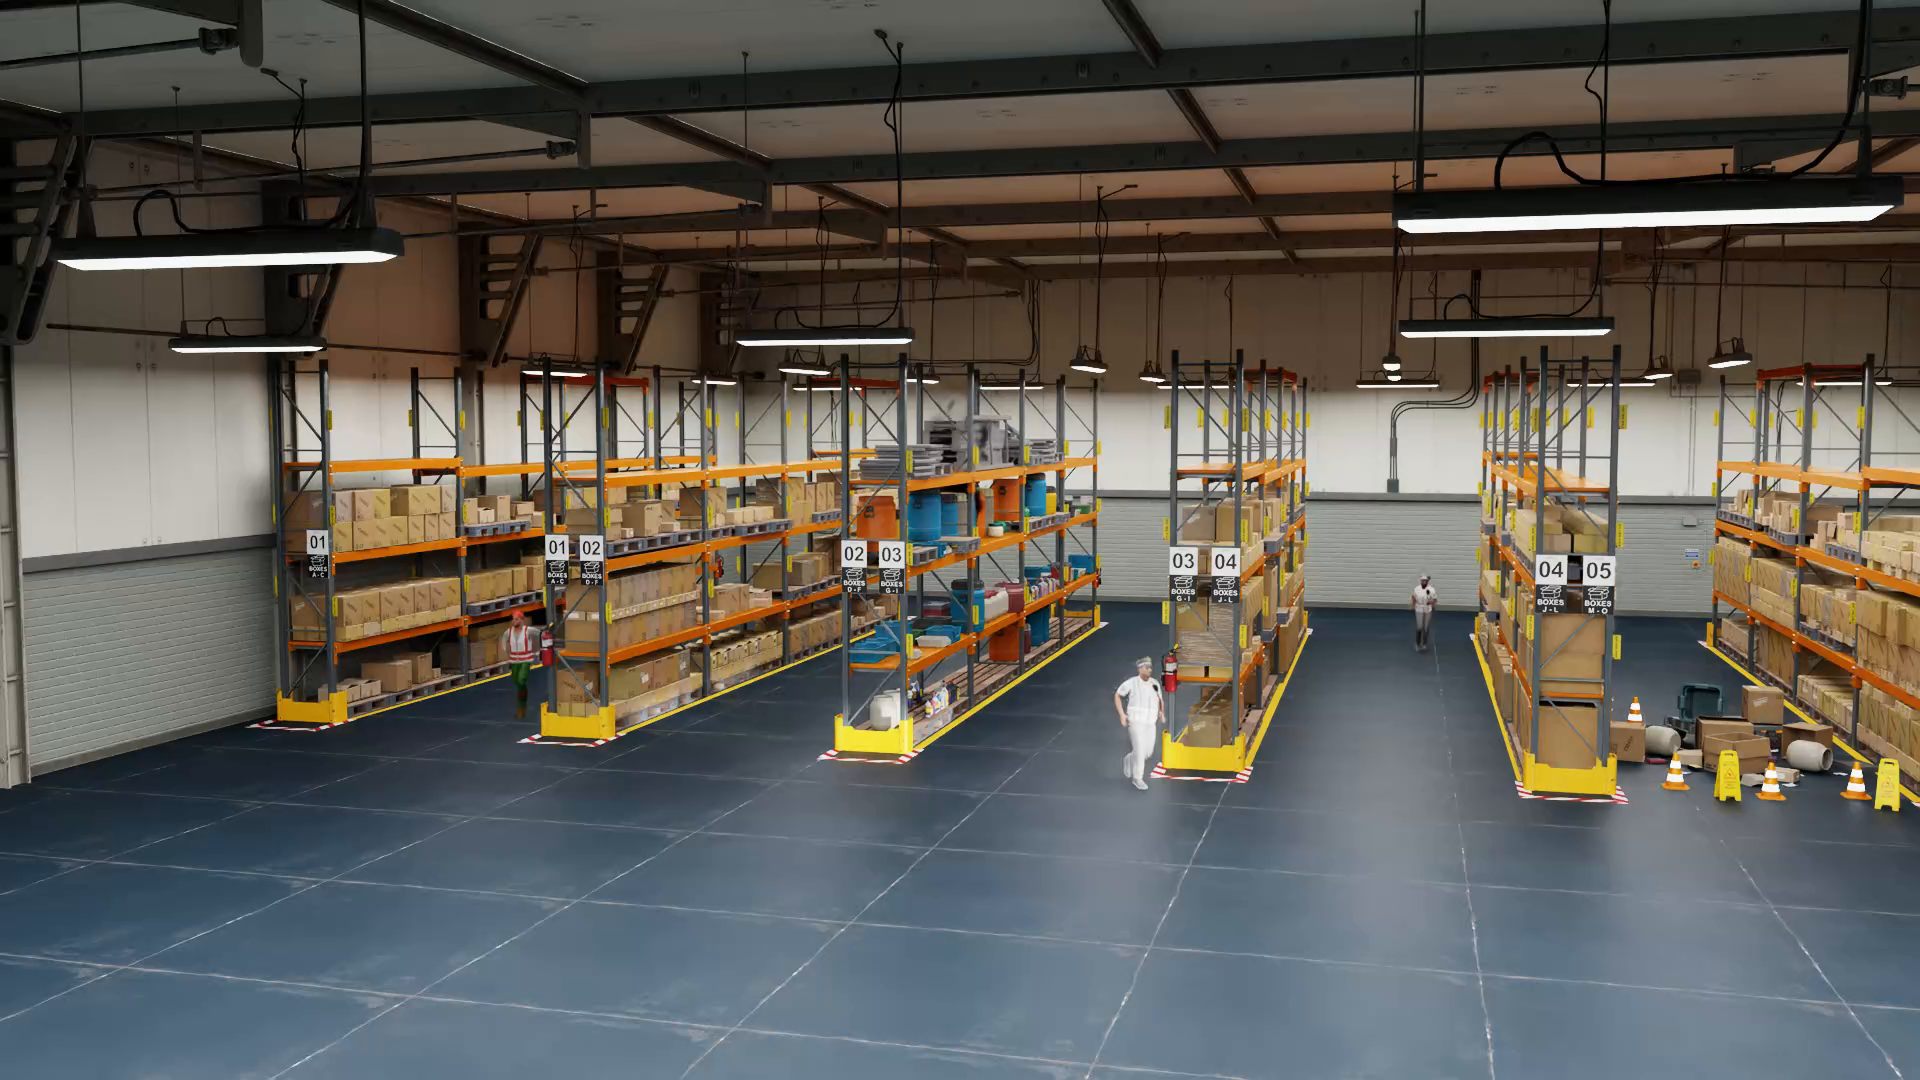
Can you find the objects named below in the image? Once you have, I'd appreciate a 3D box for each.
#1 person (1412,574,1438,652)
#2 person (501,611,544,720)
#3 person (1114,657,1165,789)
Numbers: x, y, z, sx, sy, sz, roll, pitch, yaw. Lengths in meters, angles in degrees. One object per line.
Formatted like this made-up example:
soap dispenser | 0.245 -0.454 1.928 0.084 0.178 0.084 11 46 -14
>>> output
person | 10.049 1.586 35.995 0.549 1.719 0.673 1 4 19
person | -7.395 2.092 28.089 0.674 1.817 0.904 1 4 9
person | 2.514 2.500 22.927 0.714 1.758 0.721 -2 4 -24
